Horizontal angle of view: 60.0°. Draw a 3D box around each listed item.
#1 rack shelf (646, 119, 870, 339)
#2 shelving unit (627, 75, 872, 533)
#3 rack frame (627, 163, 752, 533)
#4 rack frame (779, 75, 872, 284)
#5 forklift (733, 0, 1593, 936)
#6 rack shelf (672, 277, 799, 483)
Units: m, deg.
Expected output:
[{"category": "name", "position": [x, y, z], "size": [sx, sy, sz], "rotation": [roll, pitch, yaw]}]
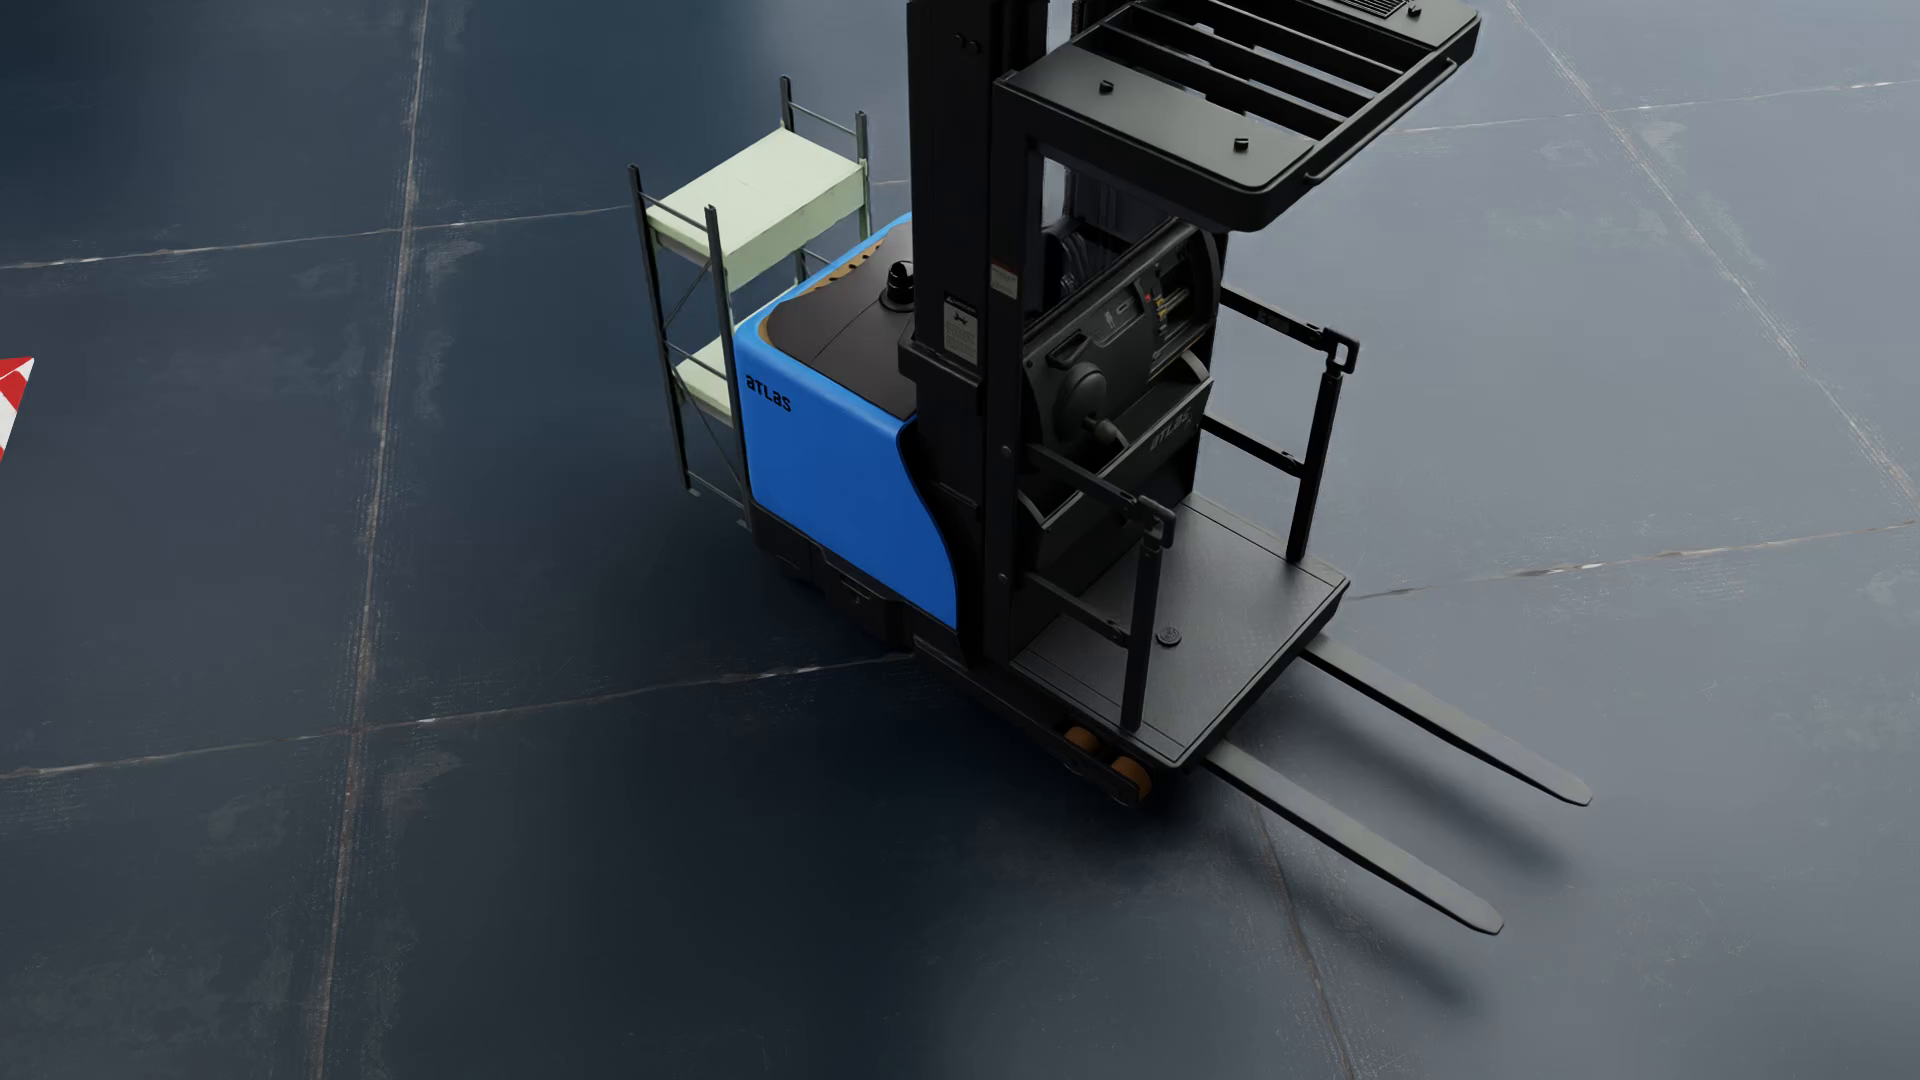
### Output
[{"category": "rack shelf", "position": [-0.718, -1.117, 5.927], "size": [0.431, 0.370, 0.720], "rotation": [31, 53, 26]}, {"category": "shelving unit", "position": [-0.718, -0.846, 6.208], "size": [0.431, 1.500, 0.755], "rotation": [31, 53, 26]}, {"category": "rack frame", "position": [-0.951, -0.643, 6.012], "size": [0.400, 1.500, 0.023], "rotation": [31, 53, 26]}, {"category": "rack frame", "position": [-0.485, -1.050, 6.404], "size": [0.400, 1.500, 0.023], "rotation": [31, 53, 26]}, {"category": "forklift", "position": [0.663, -0.563, 4.941], "size": [3.031, 2.935, 1.130], "rotation": [31, 54, 27]}, {"category": "rack shelf", "position": [-0.718, -0.620, 6.443], "size": [0.431, 0.370, 0.720], "rotation": [31, 53, 26]}]
